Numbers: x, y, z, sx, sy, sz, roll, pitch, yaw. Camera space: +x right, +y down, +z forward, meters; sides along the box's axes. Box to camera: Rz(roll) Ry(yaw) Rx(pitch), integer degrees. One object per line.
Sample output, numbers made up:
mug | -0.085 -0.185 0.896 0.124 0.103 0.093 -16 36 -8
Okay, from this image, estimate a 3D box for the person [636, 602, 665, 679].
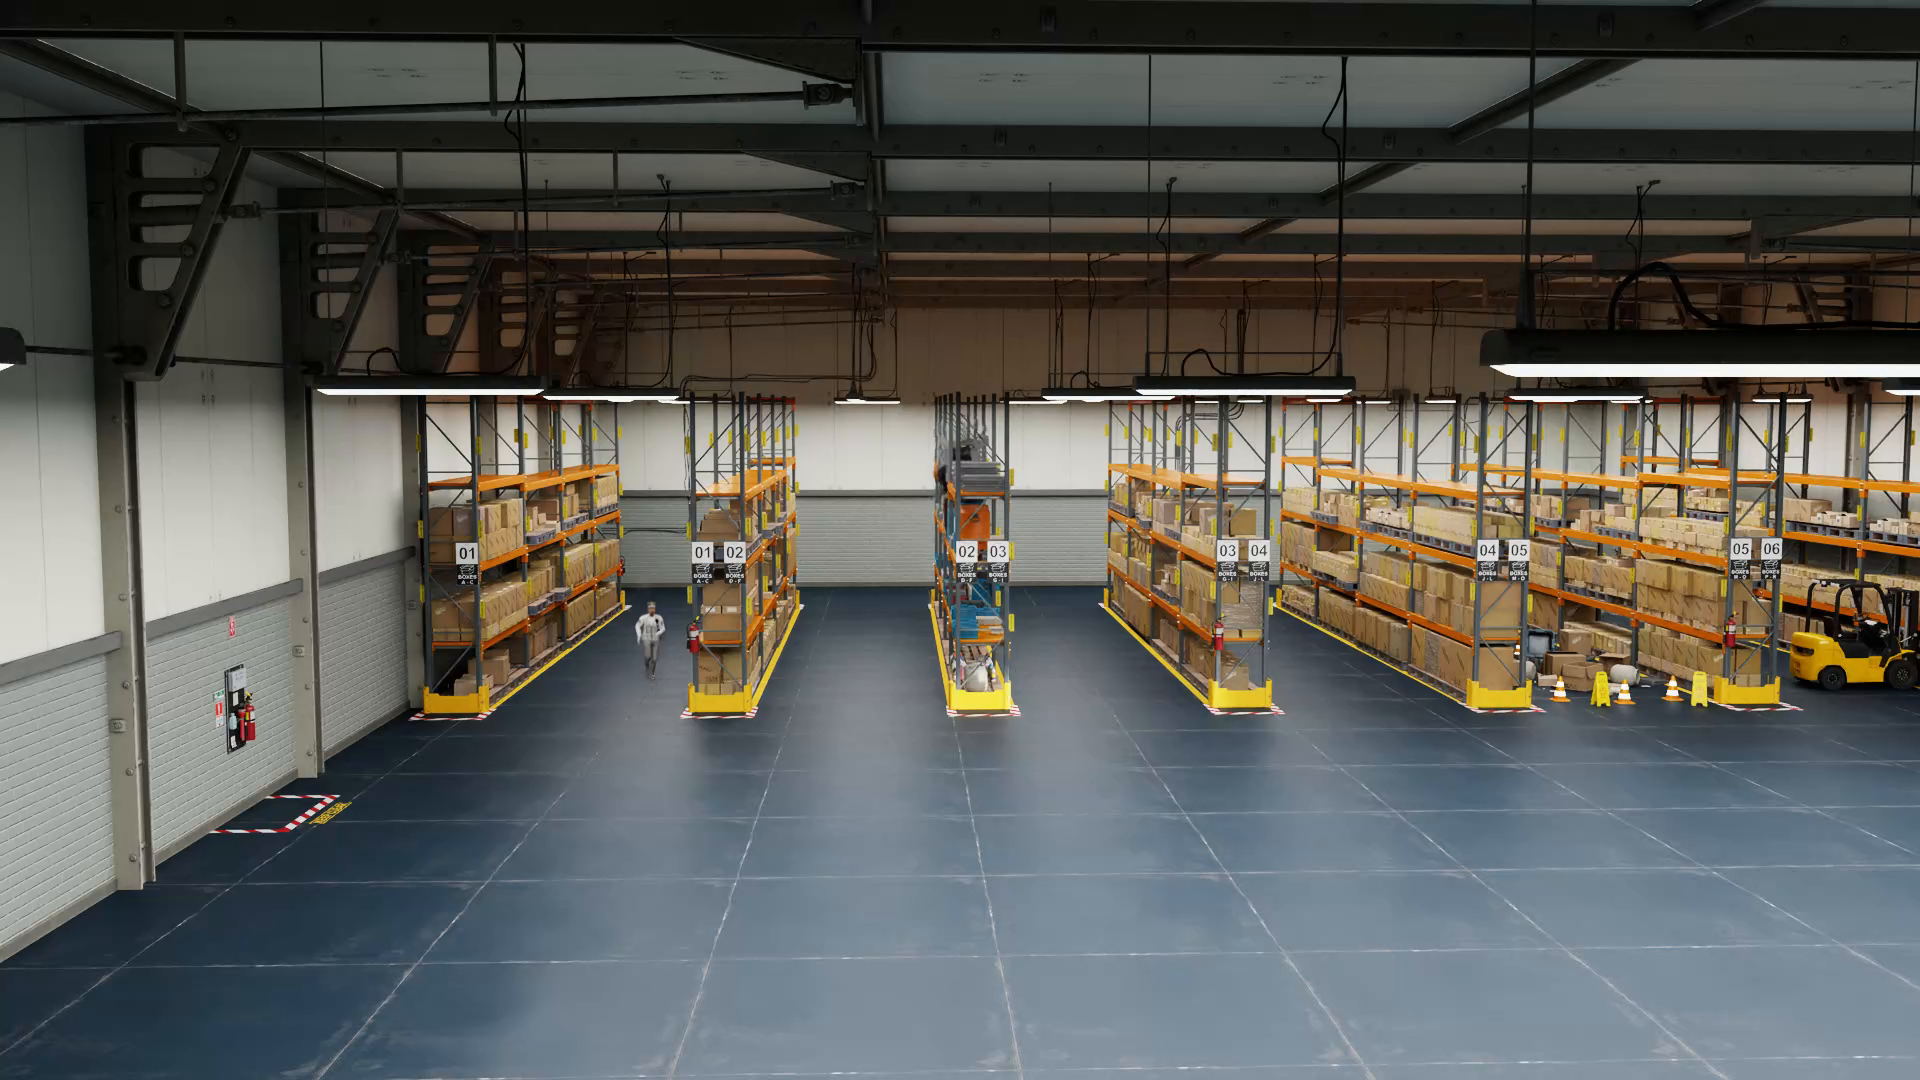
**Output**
person | -6.445 2.103 34.703 0.583 1.646 0.692 -1 5 -17
